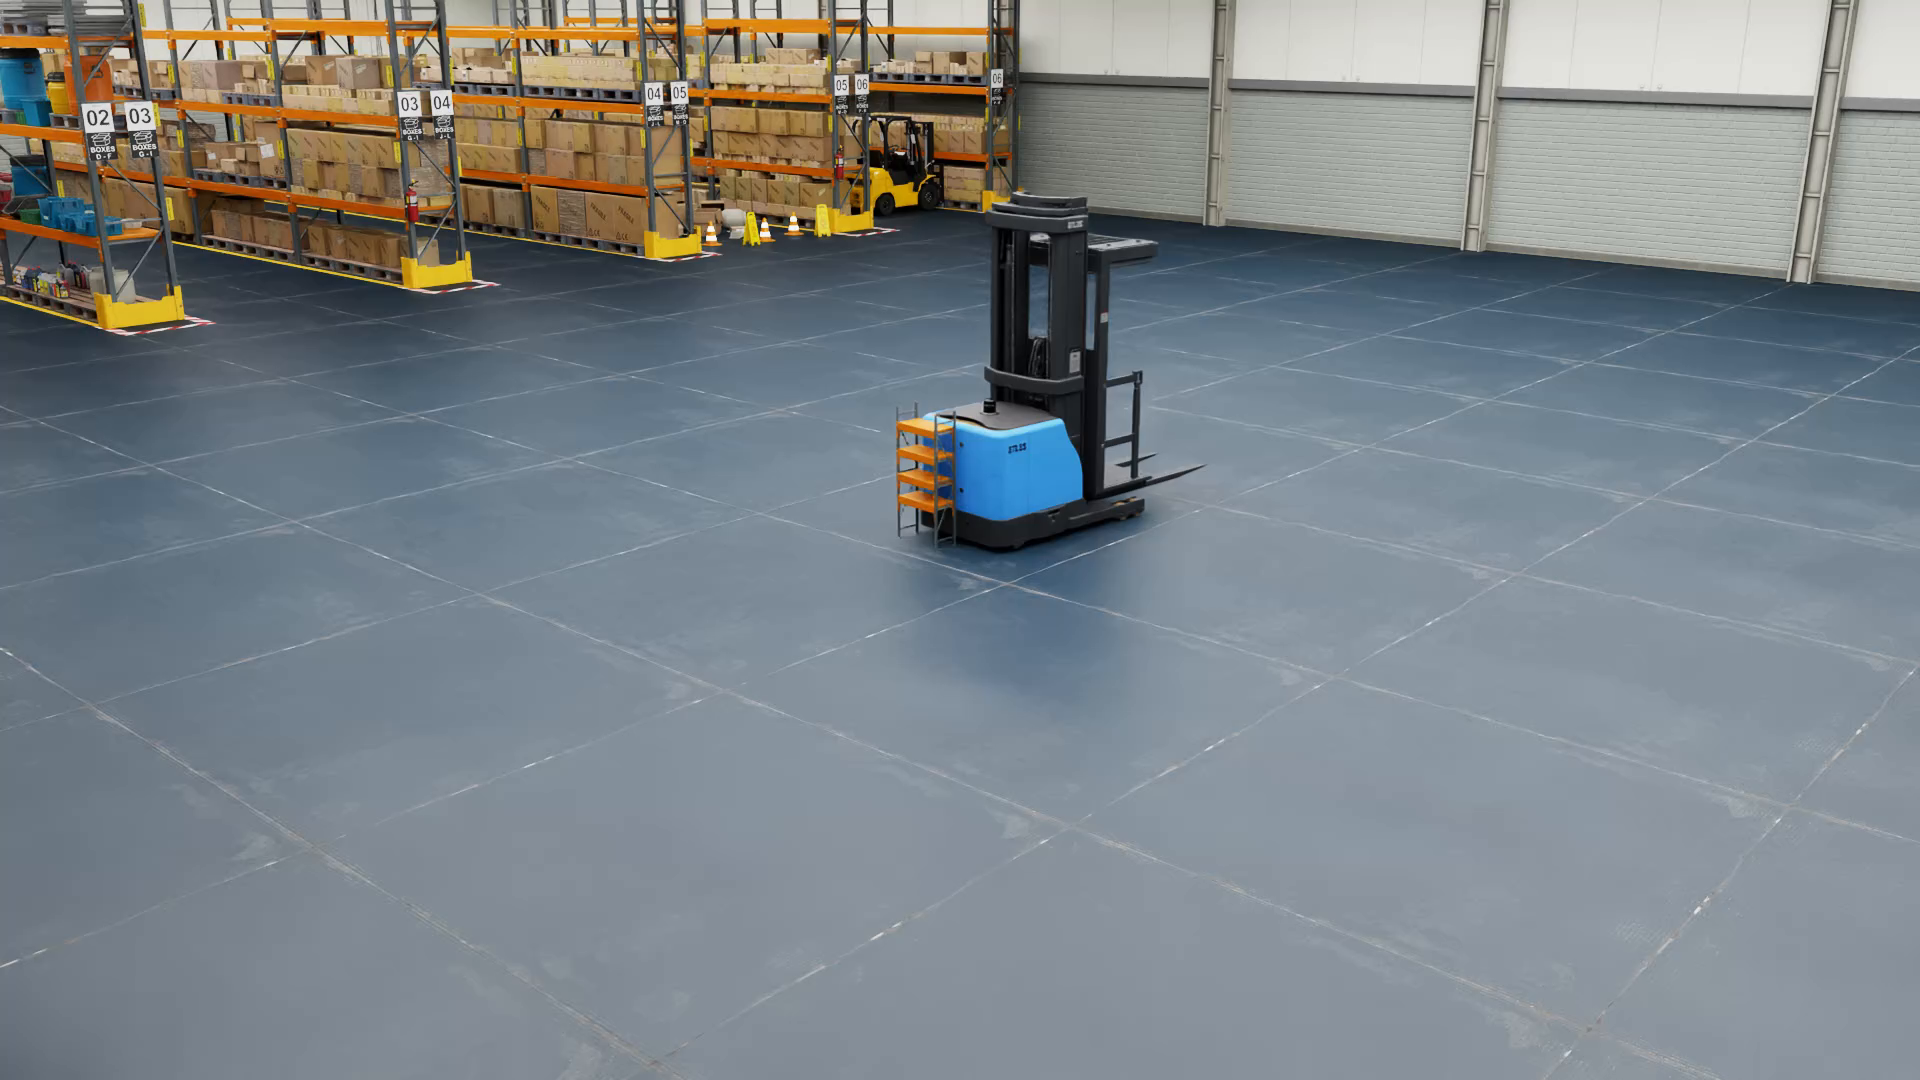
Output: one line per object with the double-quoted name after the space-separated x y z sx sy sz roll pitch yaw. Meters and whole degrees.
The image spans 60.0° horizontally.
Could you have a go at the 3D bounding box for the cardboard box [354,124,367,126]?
-13.853 -9.588 38.649 0.250 0.149 0.380 14 22 38 "cardboard box"

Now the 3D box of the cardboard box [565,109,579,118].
-9.232 -10.321 40.404 0.500 0.500 0.500 16 23 40 "cardboard box"

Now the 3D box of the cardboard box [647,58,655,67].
-5.734 -9.032 31.439 0.250 0.149 0.380 15 23 40 "cardboard box"

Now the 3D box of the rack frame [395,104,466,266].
-8.877 -5.803 27.985 0.127 3.000 1.000 15 23 39 "rack frame"

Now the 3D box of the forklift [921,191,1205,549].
1.067 -1.678 15.102 3.031 2.935 1.130 -16 24 -41 "forklift"

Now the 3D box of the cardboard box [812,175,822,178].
-3.536 -9.450 42.710 0.625 0.625 0.875 14 22 37 "cardboard box"

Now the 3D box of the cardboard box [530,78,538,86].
-8.259 -9.064 32.858 0.250 0.149 0.380 15 23 39 "cardboard box"

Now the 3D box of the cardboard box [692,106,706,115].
-6.795 -11.416 44.815 0.500 0.500 0.700 15 23 39 "cardboard box"

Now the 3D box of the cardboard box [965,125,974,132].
0.337 -9.576 38.638 0.250 0.149 0.380 16 23 40 "cardboard box"

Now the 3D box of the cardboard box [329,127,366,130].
-10.975 -7.144 29.900 0.500 0.500 0.500 15 23 39 "cardboard box"

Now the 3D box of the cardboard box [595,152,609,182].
-6.578 -7.287 32.413 0.550 0.550 0.875 15 23 39 "cardboard box"

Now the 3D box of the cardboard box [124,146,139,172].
-16.924 -7.909 34.458 0.500 0.500 0.500 14 23 38 "cardboard box"

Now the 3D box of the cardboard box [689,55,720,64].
-5.841 -10.950 37.974 0.500 0.250 0.500 14 23 38 "cardboard box"

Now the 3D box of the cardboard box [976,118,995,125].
0.585 -9.691 38.509 0.250 0.149 0.380 15 23 39 "cardboard box"

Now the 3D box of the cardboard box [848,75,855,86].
-2.498 -9.706 35.082 0.500 0.250 0.500 15 23 38 "cardboard box"

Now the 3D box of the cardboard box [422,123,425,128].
-14.098 -11.144 44.649 0.500 0.500 0.500 15 23 39 "cardboard box"

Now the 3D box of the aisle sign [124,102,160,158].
-11.916 -5.973 24.224 0.004 0.787 0.394 15 23 39 "aisle sign"

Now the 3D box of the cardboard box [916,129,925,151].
-0.698 -9.563 39.669 0.500 0.500 0.500 15 23 40 "cardboard box"

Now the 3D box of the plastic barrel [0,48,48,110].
-14.483 -7.130 25.686 0.708 0.901 0.600 15 23 39 "plastic barrel"

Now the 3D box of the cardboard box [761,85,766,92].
-4.066 -9.729 35.815 0.250 0.149 0.380 15 23 40 "cardboard box"

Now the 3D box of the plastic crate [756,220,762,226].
-4.661 -6.955 36.444 0.583 0.080 0.402 7 19 21 "plastic crate"

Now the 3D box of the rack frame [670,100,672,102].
-7.983 -11.578 46.183 0.127 3.000 1.000 15 23 39 "rack frame"

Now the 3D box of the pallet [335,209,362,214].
-13.901 -7.829 38.979 1.213 0.211 1.003 15 23 39 "pallet"

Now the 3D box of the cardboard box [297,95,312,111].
-11.303 -7.711 29.286 0.500 0.250 0.500 15 23 39 "cardboard box"

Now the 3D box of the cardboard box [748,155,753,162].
-4.444 -8.403 36.594 0.250 0.149 0.380 15 23 39 "cardboard box"

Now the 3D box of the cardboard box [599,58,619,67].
-6.559 -8.987 31.297 0.250 0.149 0.380 16 23 40 "cardboard box"

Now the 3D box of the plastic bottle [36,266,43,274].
-14.733 -4.209 26.615 0.185 0.351 0.144 15 23 39 "plastic bottle"

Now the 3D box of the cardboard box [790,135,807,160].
-3.259 -8.382 35.457 0.500 0.500 0.500 15 23 39 "cardboard box"

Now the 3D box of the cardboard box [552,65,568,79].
-7.565 -9.092 32.287 0.500 0.250 0.500 15 23 39 "cardboard box"

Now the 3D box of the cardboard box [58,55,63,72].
-19.174 -10.327 36.257 0.500 0.500 0.700 16 24 42 "cardboard box"

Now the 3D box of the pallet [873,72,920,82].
-1.344 -11.194 40.160 1.213 0.211 1.003 15 23 39 "pallet"

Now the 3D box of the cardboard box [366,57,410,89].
-9.808 -8.019 28.527 0.500 0.500 0.500 15 23 39 "cardboard box"

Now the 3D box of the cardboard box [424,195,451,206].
-8.932 -5.794 28.373 0.250 0.149 0.380 15 23 39 "cardboard box"

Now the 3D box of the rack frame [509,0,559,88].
-8.501 -10.567 33.080 0.127 3.000 1.000 15 23 39 "rack frame"

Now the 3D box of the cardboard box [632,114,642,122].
-7.304 -9.690 38.882 0.500 0.500 0.500 16 23 40 "cardboard box"

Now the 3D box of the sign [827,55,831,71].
-2.683 -9.775 34.079 0.005 0.325 0.100 15 23 39 "sign"

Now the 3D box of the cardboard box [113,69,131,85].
-17.092 -9.559 34.315 0.500 0.311 0.500 14 22 37 "cardboard box"

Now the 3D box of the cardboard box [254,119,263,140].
-16.907 -10.052 40.718 0.500 0.500 0.500 15 23 39 "cardboard box"

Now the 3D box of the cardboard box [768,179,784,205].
-3.837 -7.600 36.262 0.500 0.500 0.500 14 23 38 "cardboard box"

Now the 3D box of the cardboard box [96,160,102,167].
-18.298 -8.079 35.574 0.250 0.149 0.380 15 23 40 "cardboard box"

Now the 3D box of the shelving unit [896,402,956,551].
-0.293 -0.556 14.427 0.258 1.200 0.503 -16 24 -41 "shelving unit"

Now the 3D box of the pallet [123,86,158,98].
-16.216 -9.090 33.696 1.213 0.211 1.003 16 24 42 "pallet"

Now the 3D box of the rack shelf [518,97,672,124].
-7.005 -8.393 32.377 4.000 0.370 1.077 15 23 39 "rack shelf"

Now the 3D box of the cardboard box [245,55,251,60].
-17.052 -11.661 40.248 0.250 0.149 0.380 15 23 39 "cardboard box"

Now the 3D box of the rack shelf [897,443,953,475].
-0.293 -0.705 14.380 0.258 0.148 0.480 -16 24 -41 "rack shelf"

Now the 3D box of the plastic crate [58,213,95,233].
-13.220 -4.776 24.995 0.408 0.251 0.499 15 23 39 "plastic crate"

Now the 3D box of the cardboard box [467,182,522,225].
-9.744 -7.134 35.206 0.750 0.750 1.050 15 23 39 "cardboard box"

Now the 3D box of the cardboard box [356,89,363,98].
-9.992 -7.568 28.177 0.250 0.149 0.380 15 23 40 "cardboard box"

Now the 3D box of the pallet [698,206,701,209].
-5.874 -7.675 38.494 1.213 0.211 1.003 15 23 39 "pallet"

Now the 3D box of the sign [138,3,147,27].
-11.796 -7.565 23.968 0.005 0.325 0.100 15 23 39 "sign"

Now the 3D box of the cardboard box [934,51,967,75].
-0.200 -11.156 38.869 0.500 0.500 0.700 15 23 40 "cardboard box"

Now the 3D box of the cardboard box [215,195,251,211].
-14.340 -6.657 32.842 0.500 0.250 0.500 16 24 41 "cardboard box"

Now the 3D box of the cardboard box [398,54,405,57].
-12.215 -10.642 36.846 0.258 0.266 0.396 15 23 39 "cardboard box"

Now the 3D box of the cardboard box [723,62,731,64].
-5.991 -12.495 43.702 0.250 0.149 0.380 15 23 39 "cardboard box"
